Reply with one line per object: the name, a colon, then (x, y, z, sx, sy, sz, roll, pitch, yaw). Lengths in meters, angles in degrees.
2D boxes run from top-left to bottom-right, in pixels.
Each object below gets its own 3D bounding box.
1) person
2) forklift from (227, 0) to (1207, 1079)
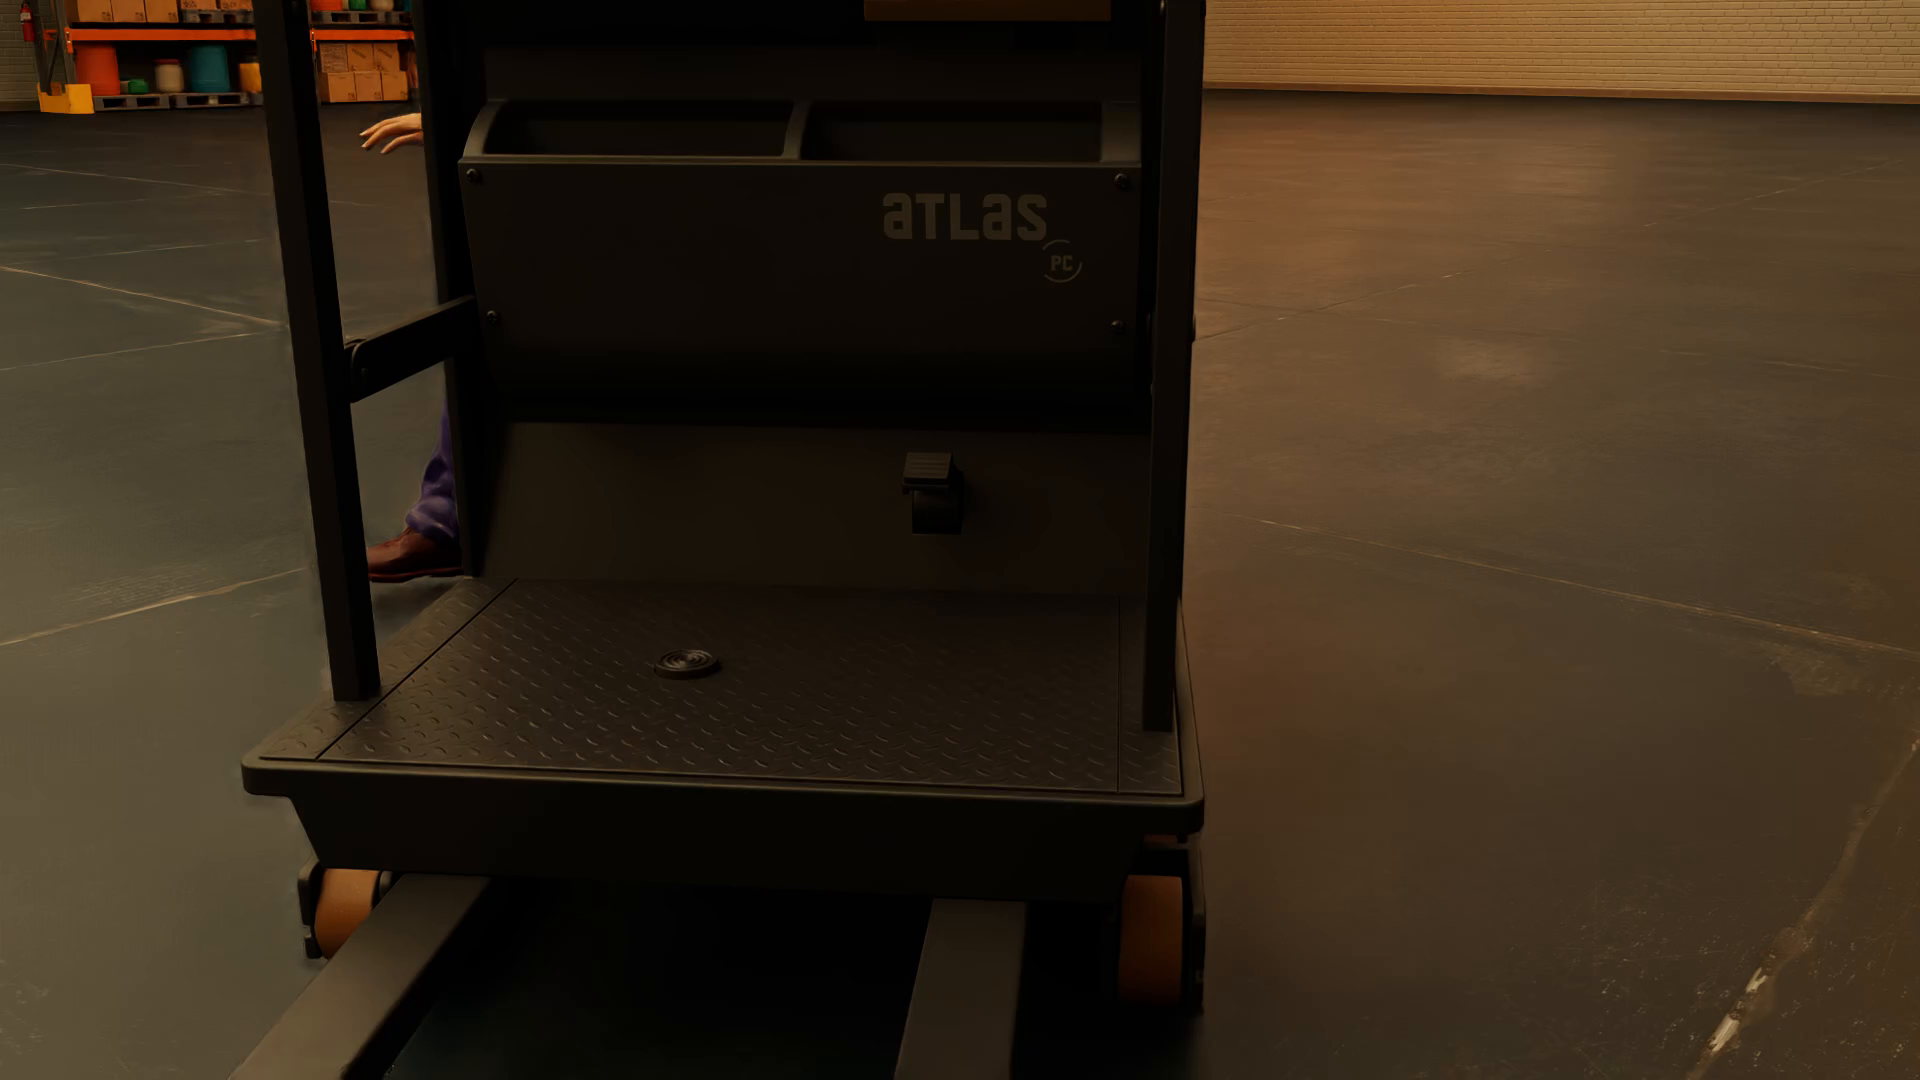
person: (-0.746, -0.601, 3.207, 0.816, 1.492, 0.868, -14, 22, -38)
forklift: (-0.234, -0.929, 1.957, 1.130, 2.935, 3.031, 2, 17, 5)
